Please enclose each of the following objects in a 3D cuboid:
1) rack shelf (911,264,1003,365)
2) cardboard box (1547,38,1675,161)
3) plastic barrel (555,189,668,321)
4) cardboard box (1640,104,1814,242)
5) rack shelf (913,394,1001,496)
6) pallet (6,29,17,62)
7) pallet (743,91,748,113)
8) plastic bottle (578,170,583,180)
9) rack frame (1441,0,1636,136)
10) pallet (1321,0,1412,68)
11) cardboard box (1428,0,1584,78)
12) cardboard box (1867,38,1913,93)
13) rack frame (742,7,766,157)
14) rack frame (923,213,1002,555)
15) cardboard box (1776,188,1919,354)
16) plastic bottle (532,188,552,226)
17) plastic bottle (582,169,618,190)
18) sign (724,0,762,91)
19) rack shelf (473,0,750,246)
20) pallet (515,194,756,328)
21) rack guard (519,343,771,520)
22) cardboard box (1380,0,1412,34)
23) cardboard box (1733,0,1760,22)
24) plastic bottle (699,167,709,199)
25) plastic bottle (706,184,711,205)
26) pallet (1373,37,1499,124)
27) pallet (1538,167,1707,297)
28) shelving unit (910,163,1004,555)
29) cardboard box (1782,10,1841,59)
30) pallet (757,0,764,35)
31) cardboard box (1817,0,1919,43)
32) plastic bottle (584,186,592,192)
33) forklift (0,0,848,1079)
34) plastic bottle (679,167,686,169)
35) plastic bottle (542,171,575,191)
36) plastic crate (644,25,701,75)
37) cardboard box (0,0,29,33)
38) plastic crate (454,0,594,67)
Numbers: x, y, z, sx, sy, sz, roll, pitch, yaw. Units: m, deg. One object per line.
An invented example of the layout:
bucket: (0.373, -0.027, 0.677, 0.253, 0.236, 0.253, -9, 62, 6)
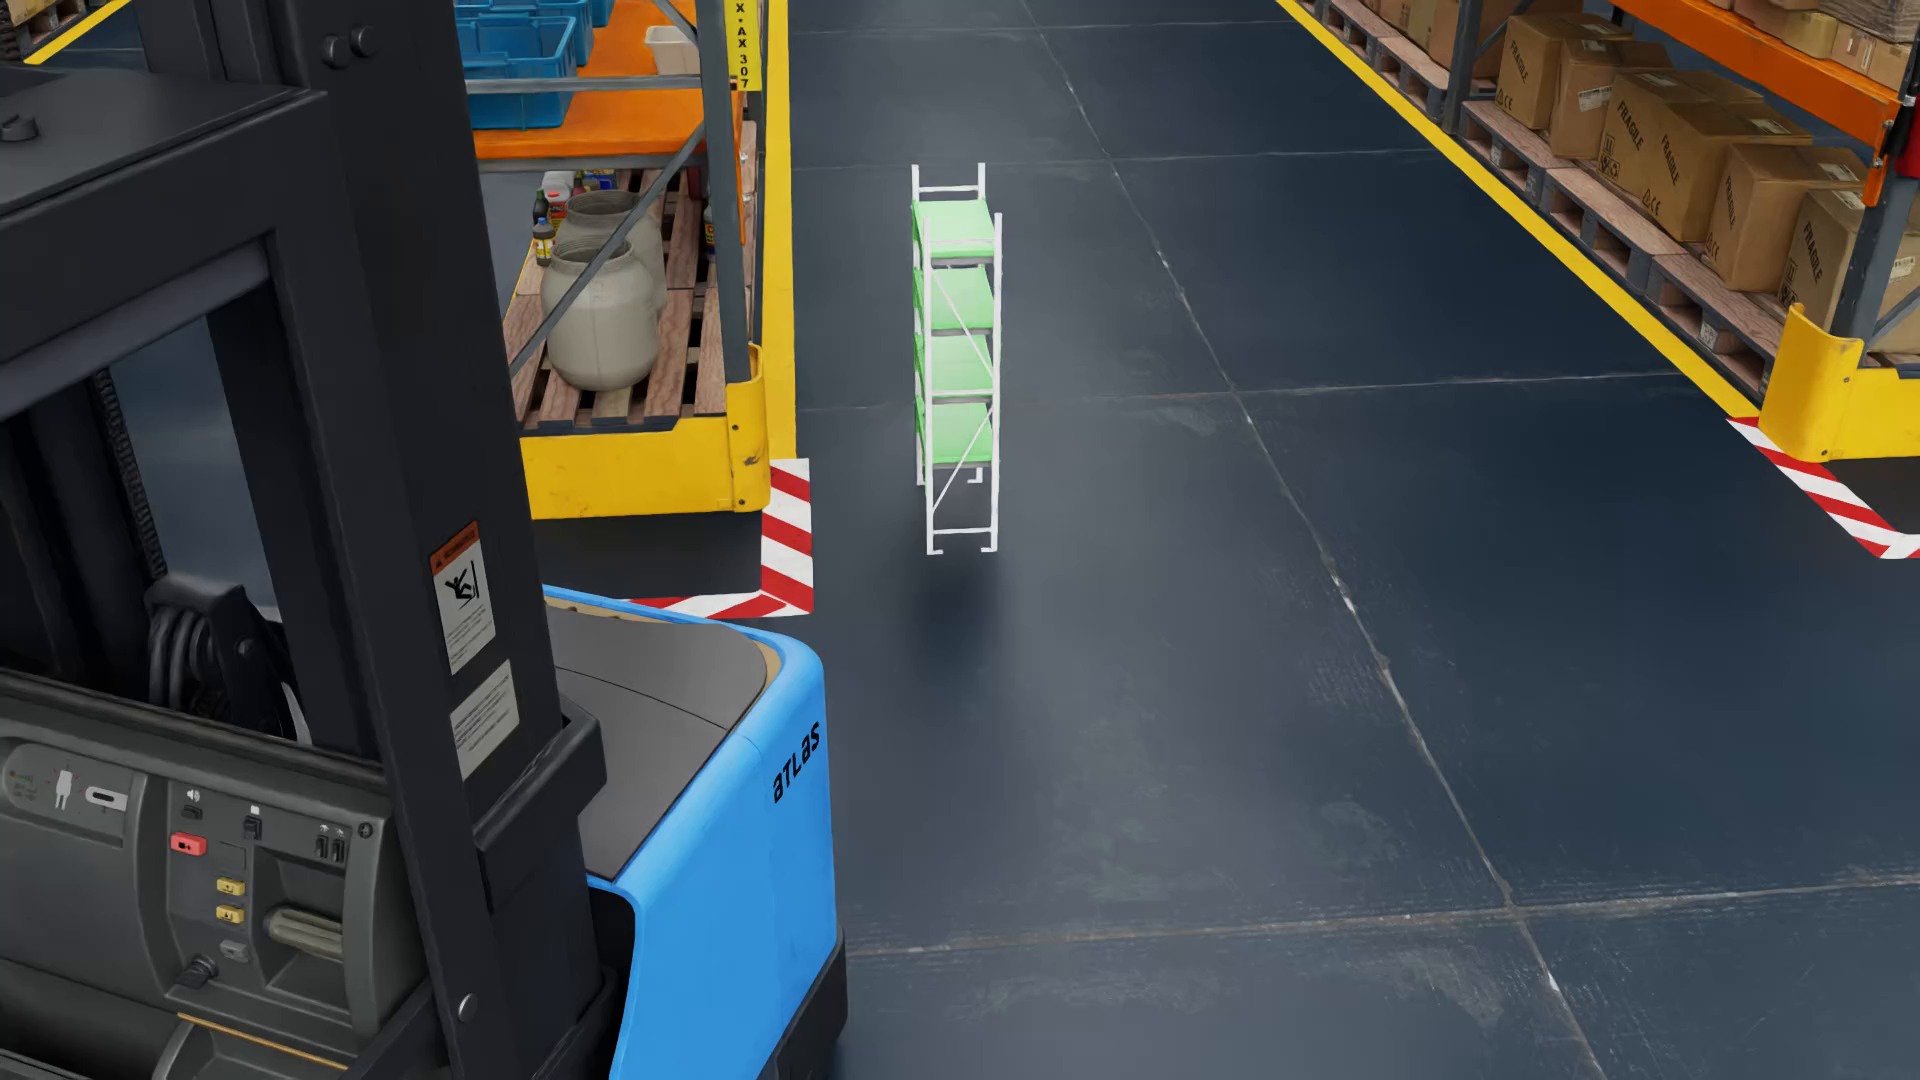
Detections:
rack shelf: (-0.015, -0.751, 5.494, 0.258, 0.148, 0.480, -3, 31, -5)
cardboard box: (3.394, -2.304, 8.711, 0.500, 0.500, 0.500, 7, 32, 11)
plastic barrel: (-1.407, -1.116, 6.710, 0.421, 0.512, 0.421, 0, 31, 0)
cardboard box: (3.537, -1.704, 7.706, 0.500, 0.500, 0.500, 0, 31, 0)
rack shelf: (-0.015, -0.339, 5.740, 0.258, 0.148, 0.480, -3, 31, -5)
pallet: (-6.753, -3.024, 10.607, 1.003, 0.211, 1.213, -3, 31, -5)
pallet: (-1.708, -2.660, 9.997, 1.003, 0.211, 1.213, -3, 31, -5)
plastic bottle: (-1.877, -1.764, 7.933, 0.144, 0.351, 0.185, -3, 31, -5)
rack frame: (3.335, -3.695, 9.011, 1.000, 3.000, 0.127, -3, 31, -5)
pallet: (3.144, -3.520, 11.437, 1.003, 0.211, 1.213, -3, 31, -5)
cardboard box: (3.299, -3.126, 10.066, 0.700, 0.500, 0.500, -5, 31, -8)
cardboard box: (3.477, -1.681, 5.884, 0.380, 0.149, 0.250, -3, 31, -5)
rack frame: (-1.596, -3.458, 8.614, 1.000, 3.000, 0.127, -3, 31, -5)
rack frame: (0.007, -0.475, 5.375, 0.240, 1.200, 0.015, -3, 31, -5)
cardboard box: (3.667, -1.080, 6.661, 0.500, 0.500, 0.500, 3, 31, 5)
plastic bottle: (-1.860, -1.414, 7.412, 0.061, 0.283, 0.133, -2, 31, -3)
plastic bottle: (-1.732, -1.752, 7.985, 0.152, 0.276, 0.135, -3, 31, -5)
sign: (-0.674, -1.559, 5.165, 0.100, 0.325, 0.005, -3, 31, -5)
rack shelf: (-1.409, -2.128, 7.089, 1.077, 0.370, 4.000, -3, 31, -5)
pallet: (-1.458, -1.292, 7.707, 1.003, 0.211, 1.213, -3, 31, -5)
rack guard: (-1.277, -0.379, 5.897, 1.175, 0.500, 0.348, -3, 31, -5)
cardboard box: (3.221, -3.656, 10.954, 0.700, 0.500, 0.500, -5, 31, -9)
cardboard box: (3.389, -2.192, 6.739, 0.380, 0.149, 0.250, -3, 31, -5)
plastic bottle: (-1.190, -1.817, 8.093, 0.152, 0.276, 0.135, -2, 31, -4)
plastic bottle: (-1.114, -1.549, 7.650, 0.097, 0.271, 0.097, 0, 31, 0)
pallet: (3.261, -2.896, 10.392, 1.003, 0.211, 1.213, -3, 31, -5)
pallet: (3.550, -1.533, 8.110, 1.003, 0.211, 1.213, -3, 31, -5)
shelving unit: (-0.015, -0.600, 5.584, 0.258, 1.200, 0.503, -3, 31, -5)
cardboard box: (3.379, -1.934, 6.307, 0.380, 0.149, 0.250, -3, 31, -5)
pallet: (-1.936, -3.906, 12.083, 1.003, 0.211, 1.213, -3, 31, -5)
cardboard box: (3.685, -2.106, 5.963, 0.875, 0.500, 0.500, -3, 31, -5)
plastic bottle: (-1.717, -1.536, 7.697, 0.097, 0.201, 0.097, 0, 31, 0)
forklift: (-1.235, 0.491, 2.070, 1.130, 2.935, 3.031, 11, 32, 17)
plastic bottle: (-1.376, -2.045, 8.475, 0.152, 0.276, 0.135, -3, 31, -5)
plastic bottle: (-1.840, -1.553, 7.652, 0.152, 0.276, 0.135, -4, 31, -6)
plastic crate: (-0.986, -1.775, 6.053, 0.298, 0.136, 0.250, -3, 31, -5)
cardboard box: (-6.514, -3.488, 10.936, 0.500, 0.250, 0.500, -2, 31, -3)
plastic crate: (-1.622, -1.925, 6.193, 0.499, 0.251, 0.408, -3, 31, -5)
